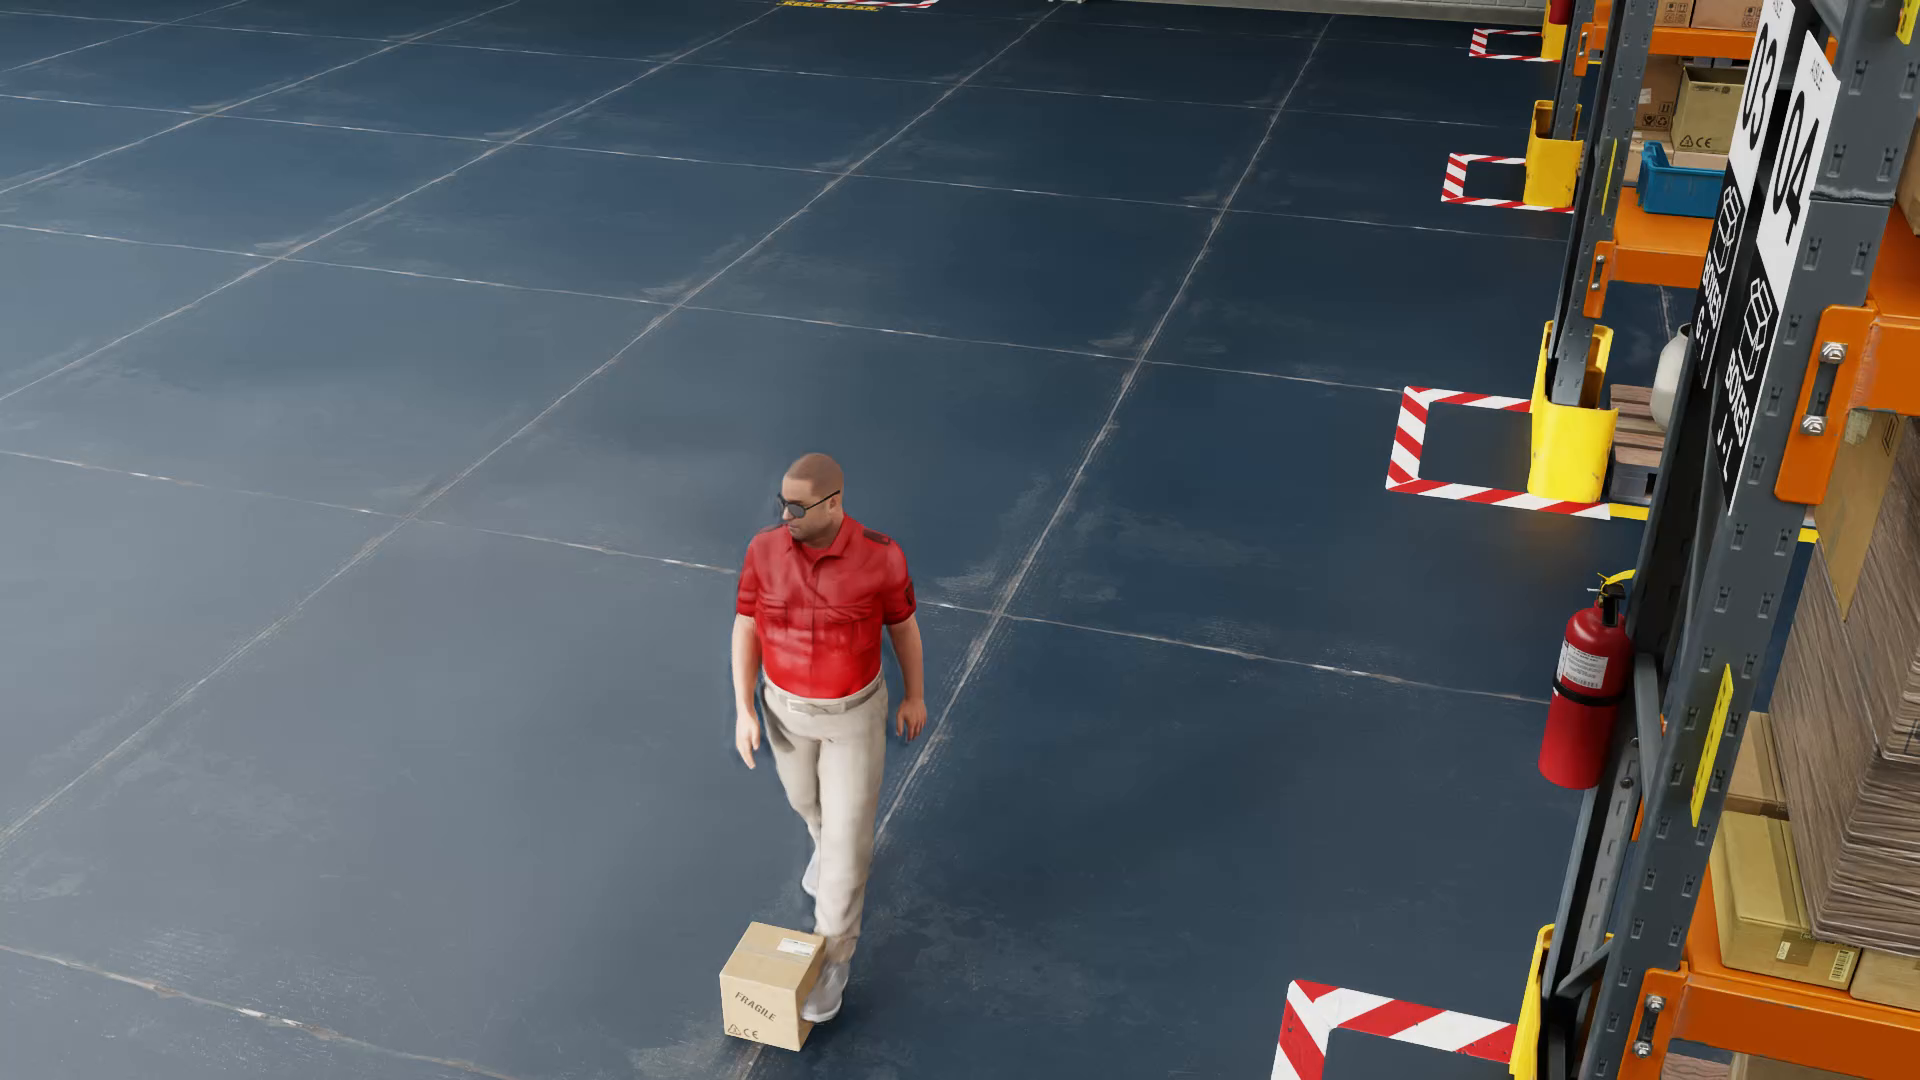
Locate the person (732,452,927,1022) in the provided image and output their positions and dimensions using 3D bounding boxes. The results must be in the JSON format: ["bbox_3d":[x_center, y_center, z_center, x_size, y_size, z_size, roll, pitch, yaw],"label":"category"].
[{"bbox_3d":[-0.460,0.574,5.118,0.569,1.699,0.951,9,30,15],"label":"person"}]
